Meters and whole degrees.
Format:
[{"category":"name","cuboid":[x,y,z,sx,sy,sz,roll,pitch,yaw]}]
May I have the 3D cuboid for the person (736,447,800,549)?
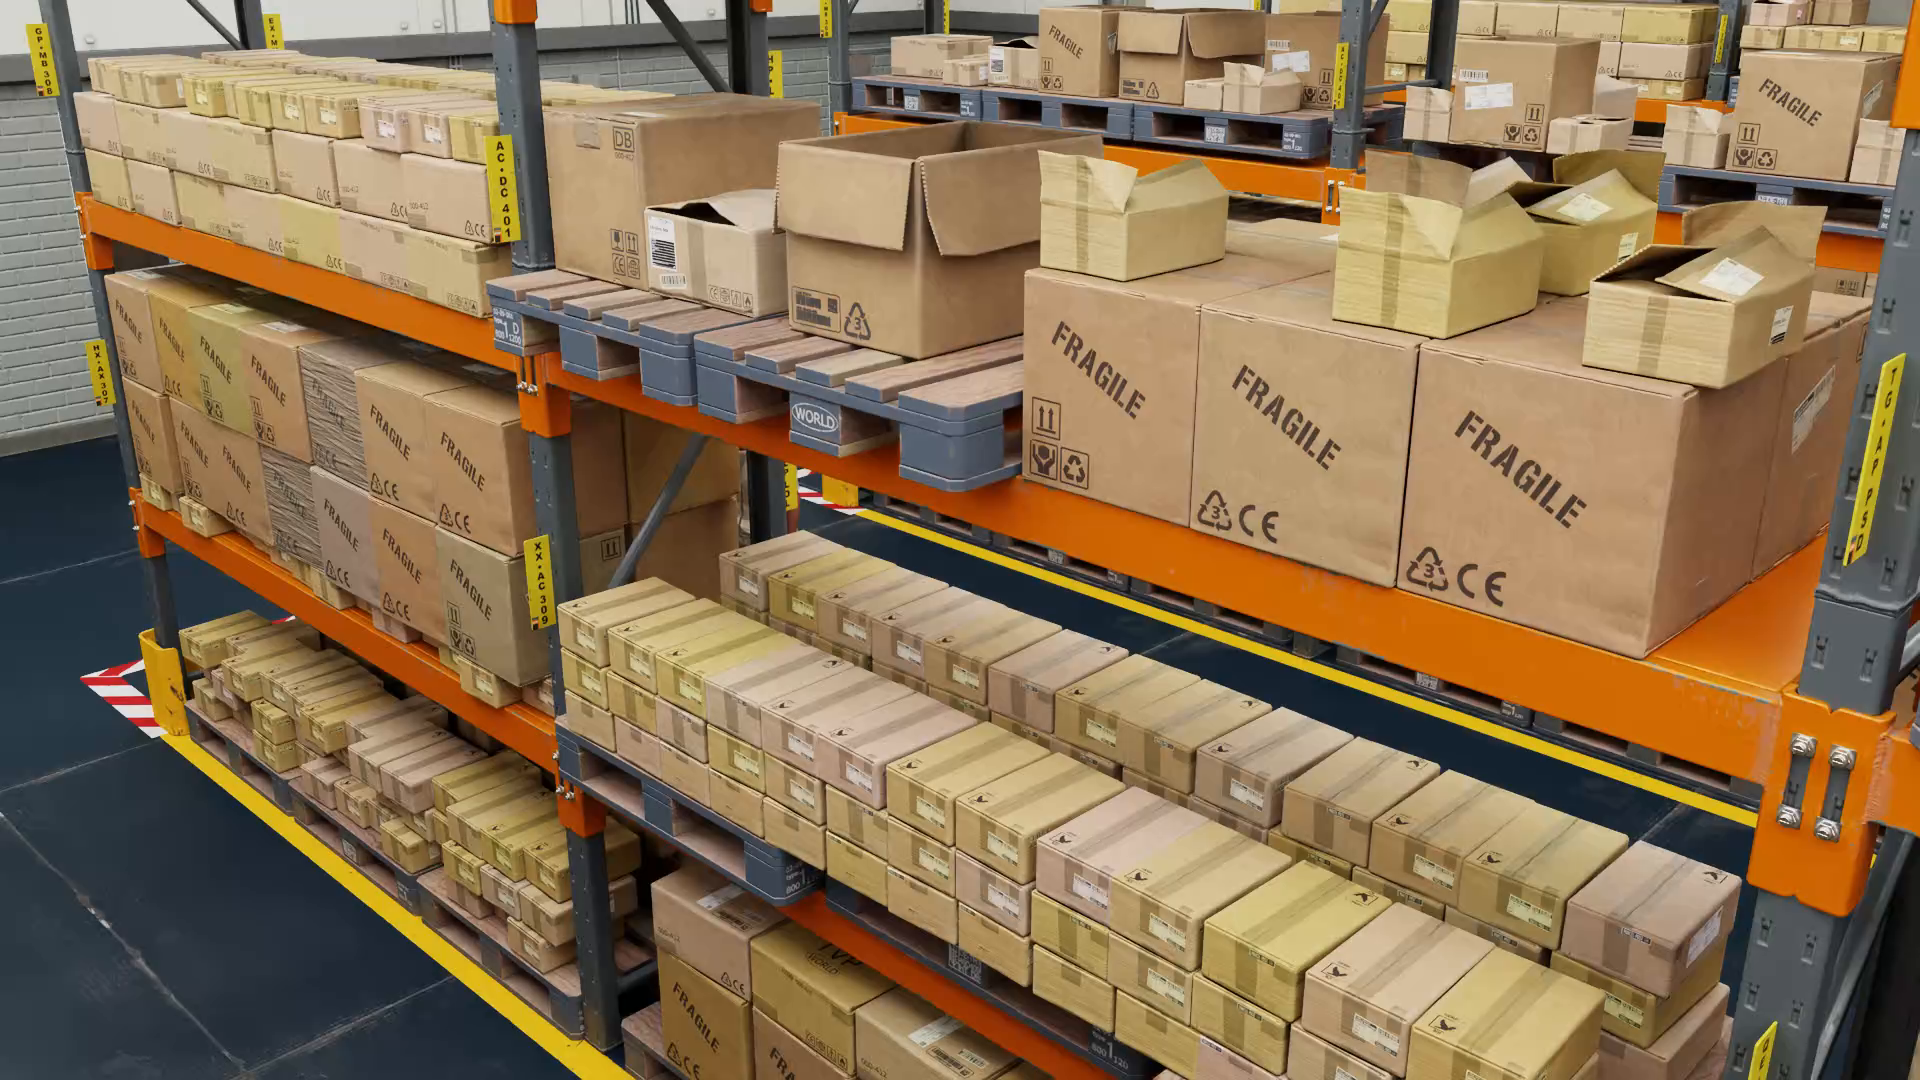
[{"category":"person","cuboid":[-1.129,-0.016,9.105,0.629,1.774,0.444,17,26,38]}]
